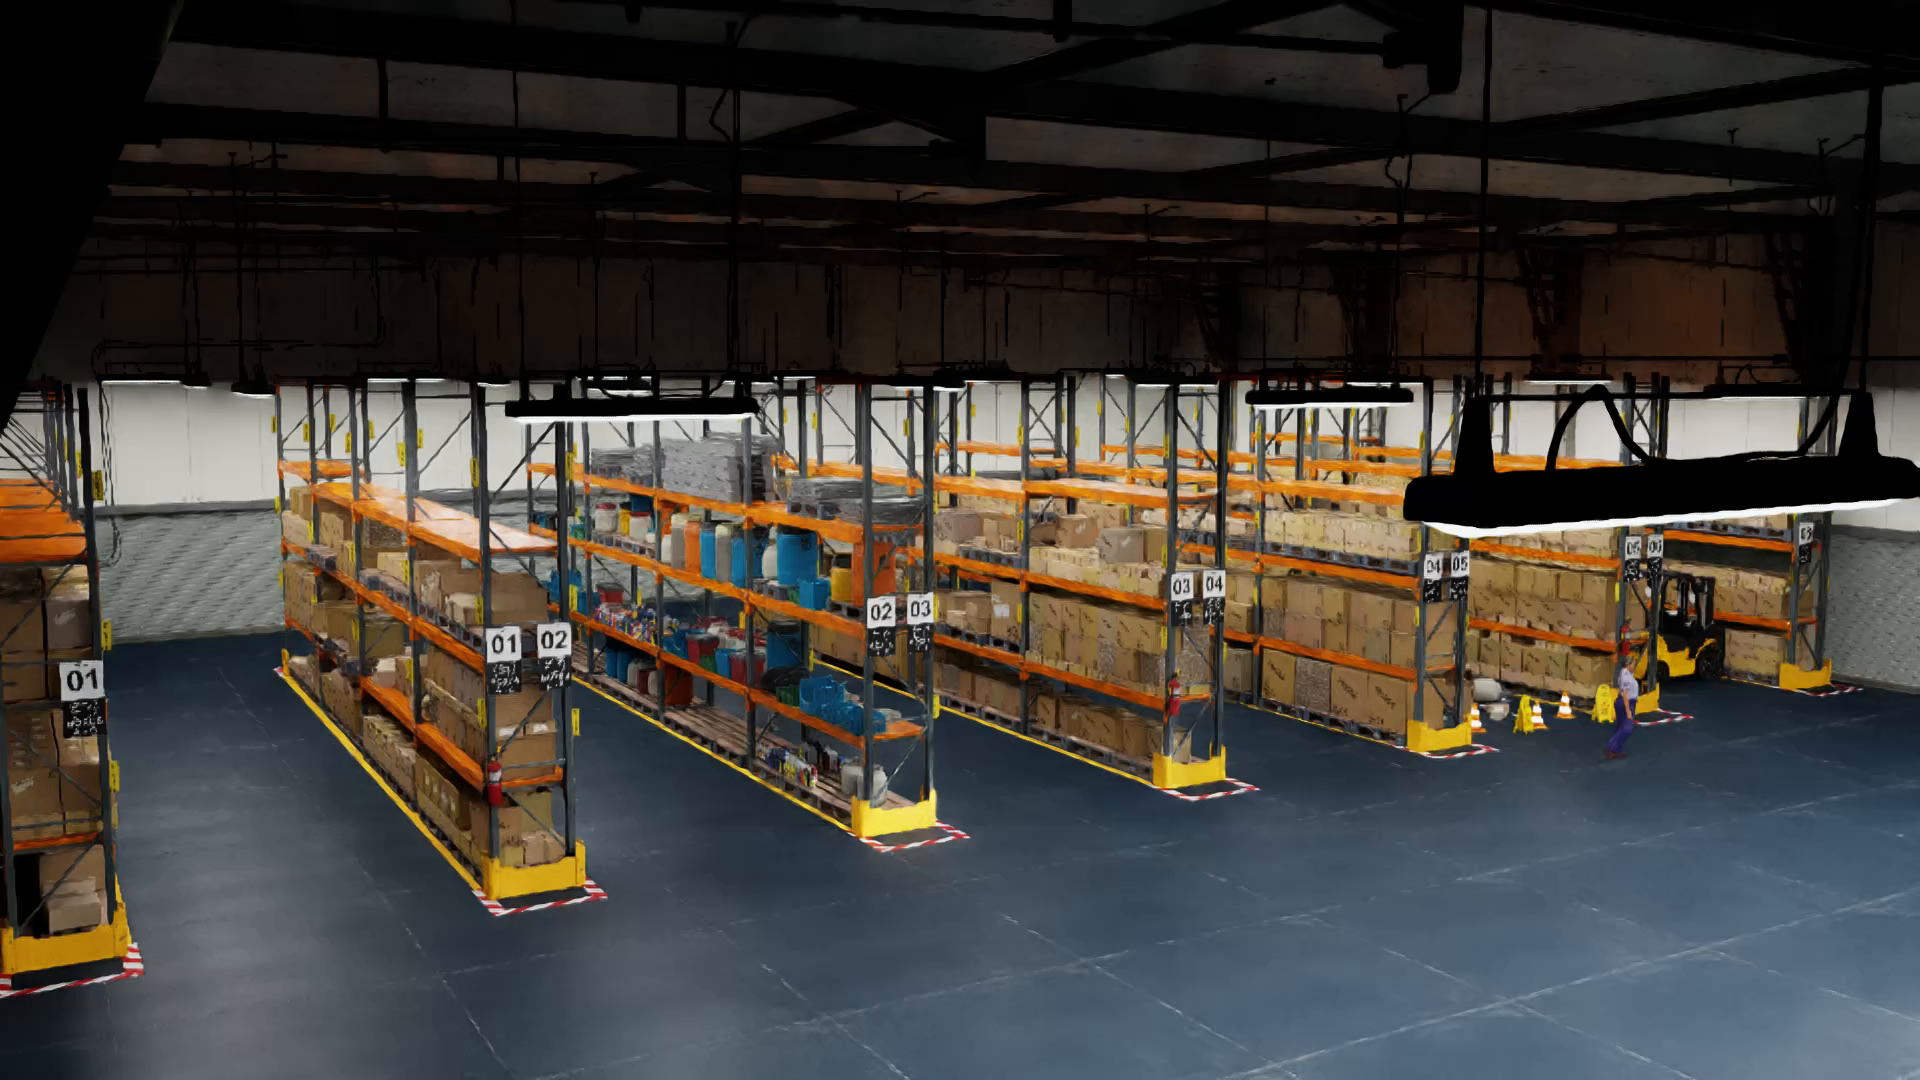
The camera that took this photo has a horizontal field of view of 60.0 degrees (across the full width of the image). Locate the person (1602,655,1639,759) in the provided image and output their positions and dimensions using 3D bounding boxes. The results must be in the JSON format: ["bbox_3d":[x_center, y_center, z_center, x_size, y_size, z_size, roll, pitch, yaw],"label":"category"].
[{"bbox_3d":[10.453,2.654,26.259,0.485,1.624,0.663,2,7,18],"label":"person"}]

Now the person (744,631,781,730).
[{"bbox_3d":[-3.401,2.367,28.420,0.672,1.731,0.701,-5,8,-38],"label":"person"}]
